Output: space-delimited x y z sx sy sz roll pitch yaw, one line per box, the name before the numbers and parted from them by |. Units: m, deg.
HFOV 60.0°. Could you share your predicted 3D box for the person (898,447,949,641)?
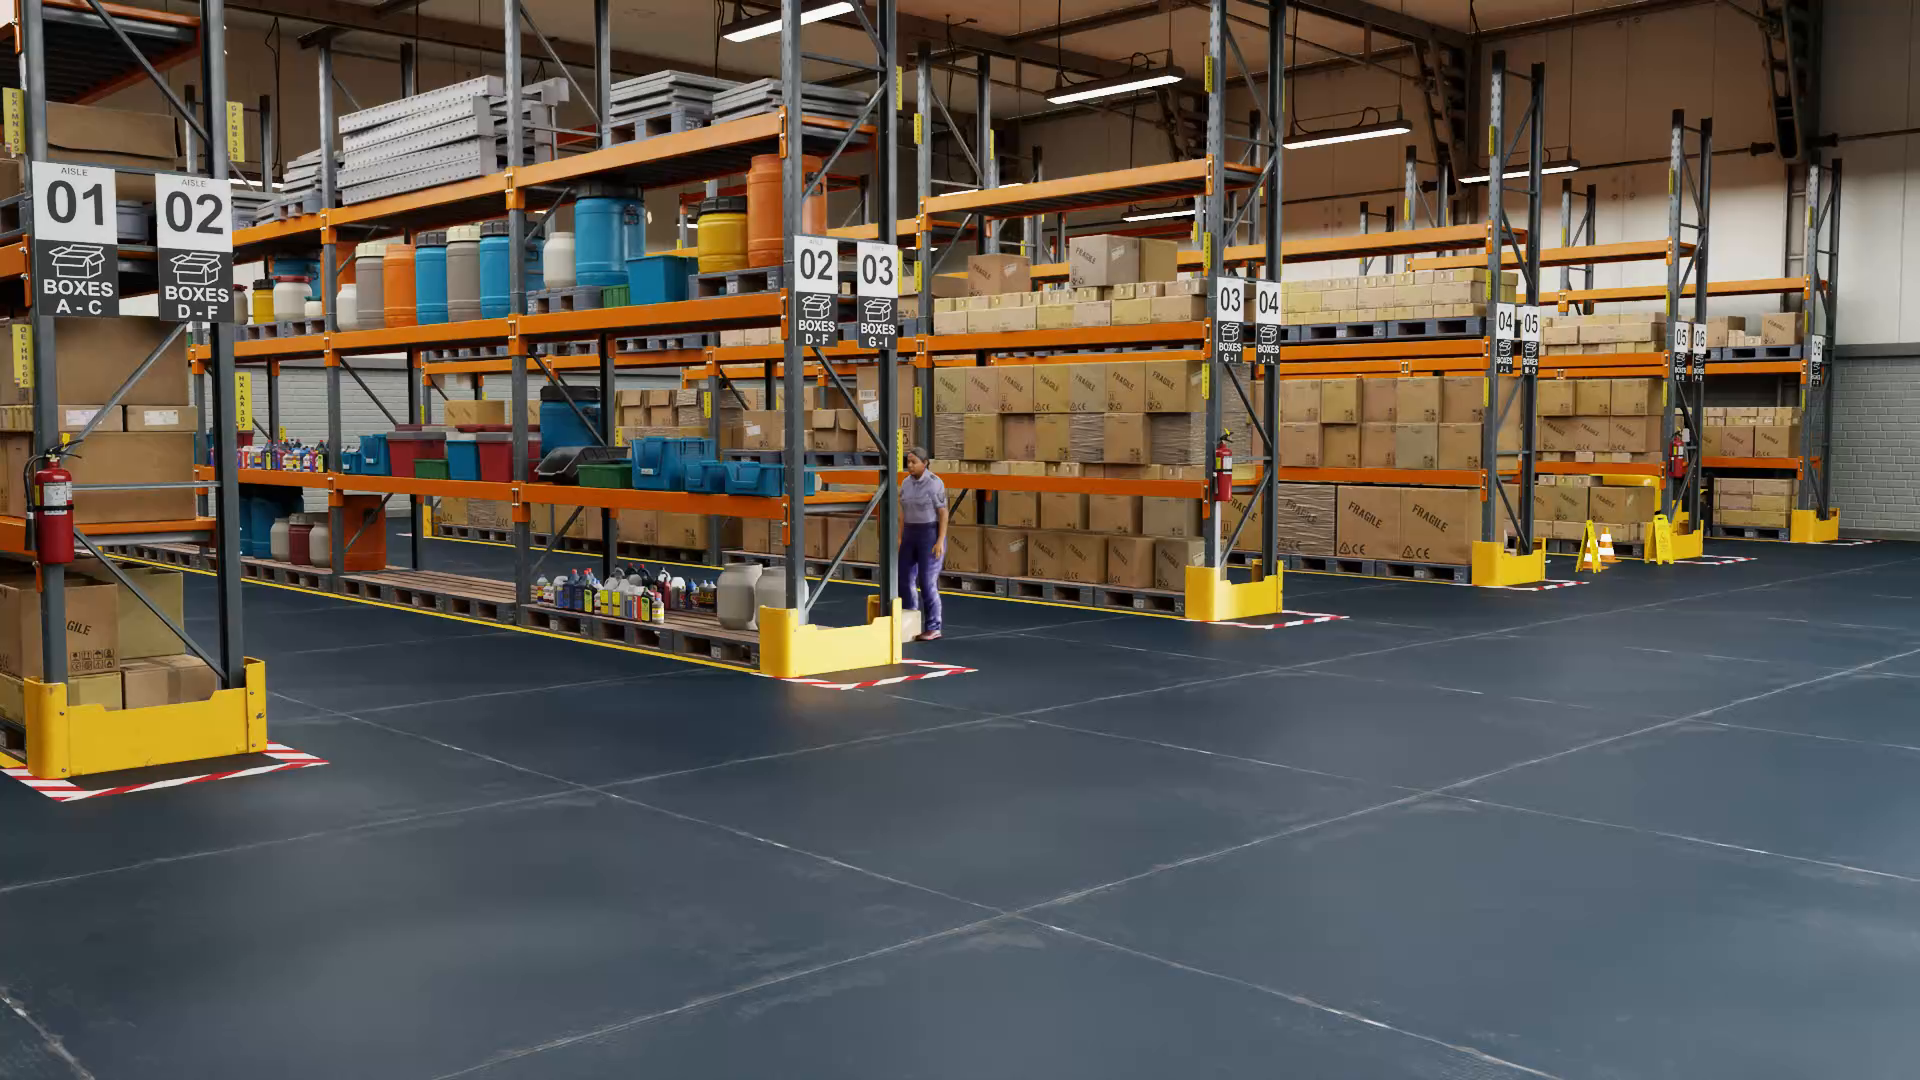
person | -0.342 0.028 14.305 0.563 1.637 0.375 4 5 42
